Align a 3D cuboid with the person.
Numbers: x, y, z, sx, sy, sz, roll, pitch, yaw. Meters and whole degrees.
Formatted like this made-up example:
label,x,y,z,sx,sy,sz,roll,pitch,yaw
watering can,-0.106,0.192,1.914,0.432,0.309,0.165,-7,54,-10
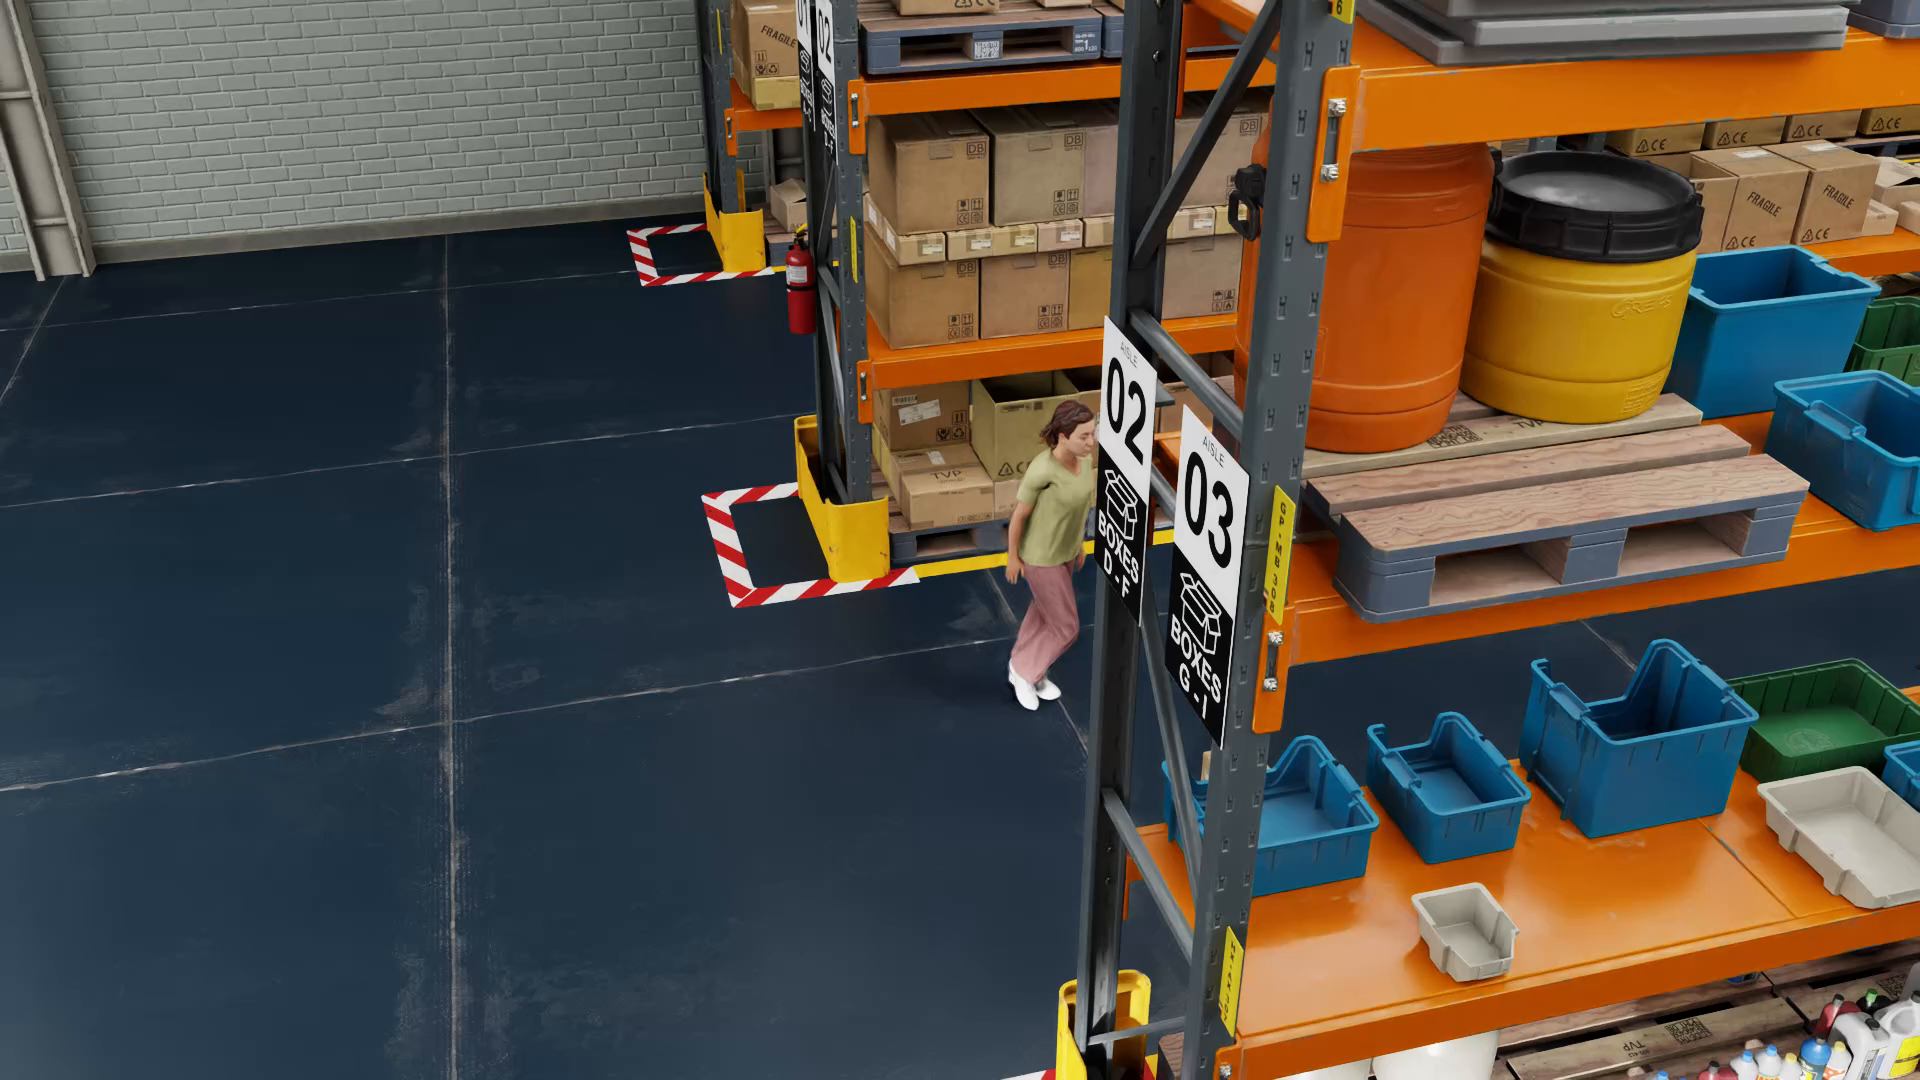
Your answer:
label,x,y,z,sx,sy,sz,roll,pitch,yaw
person,0.456,0.070,8.084,0.469,1.661,0.468,20,36,30
